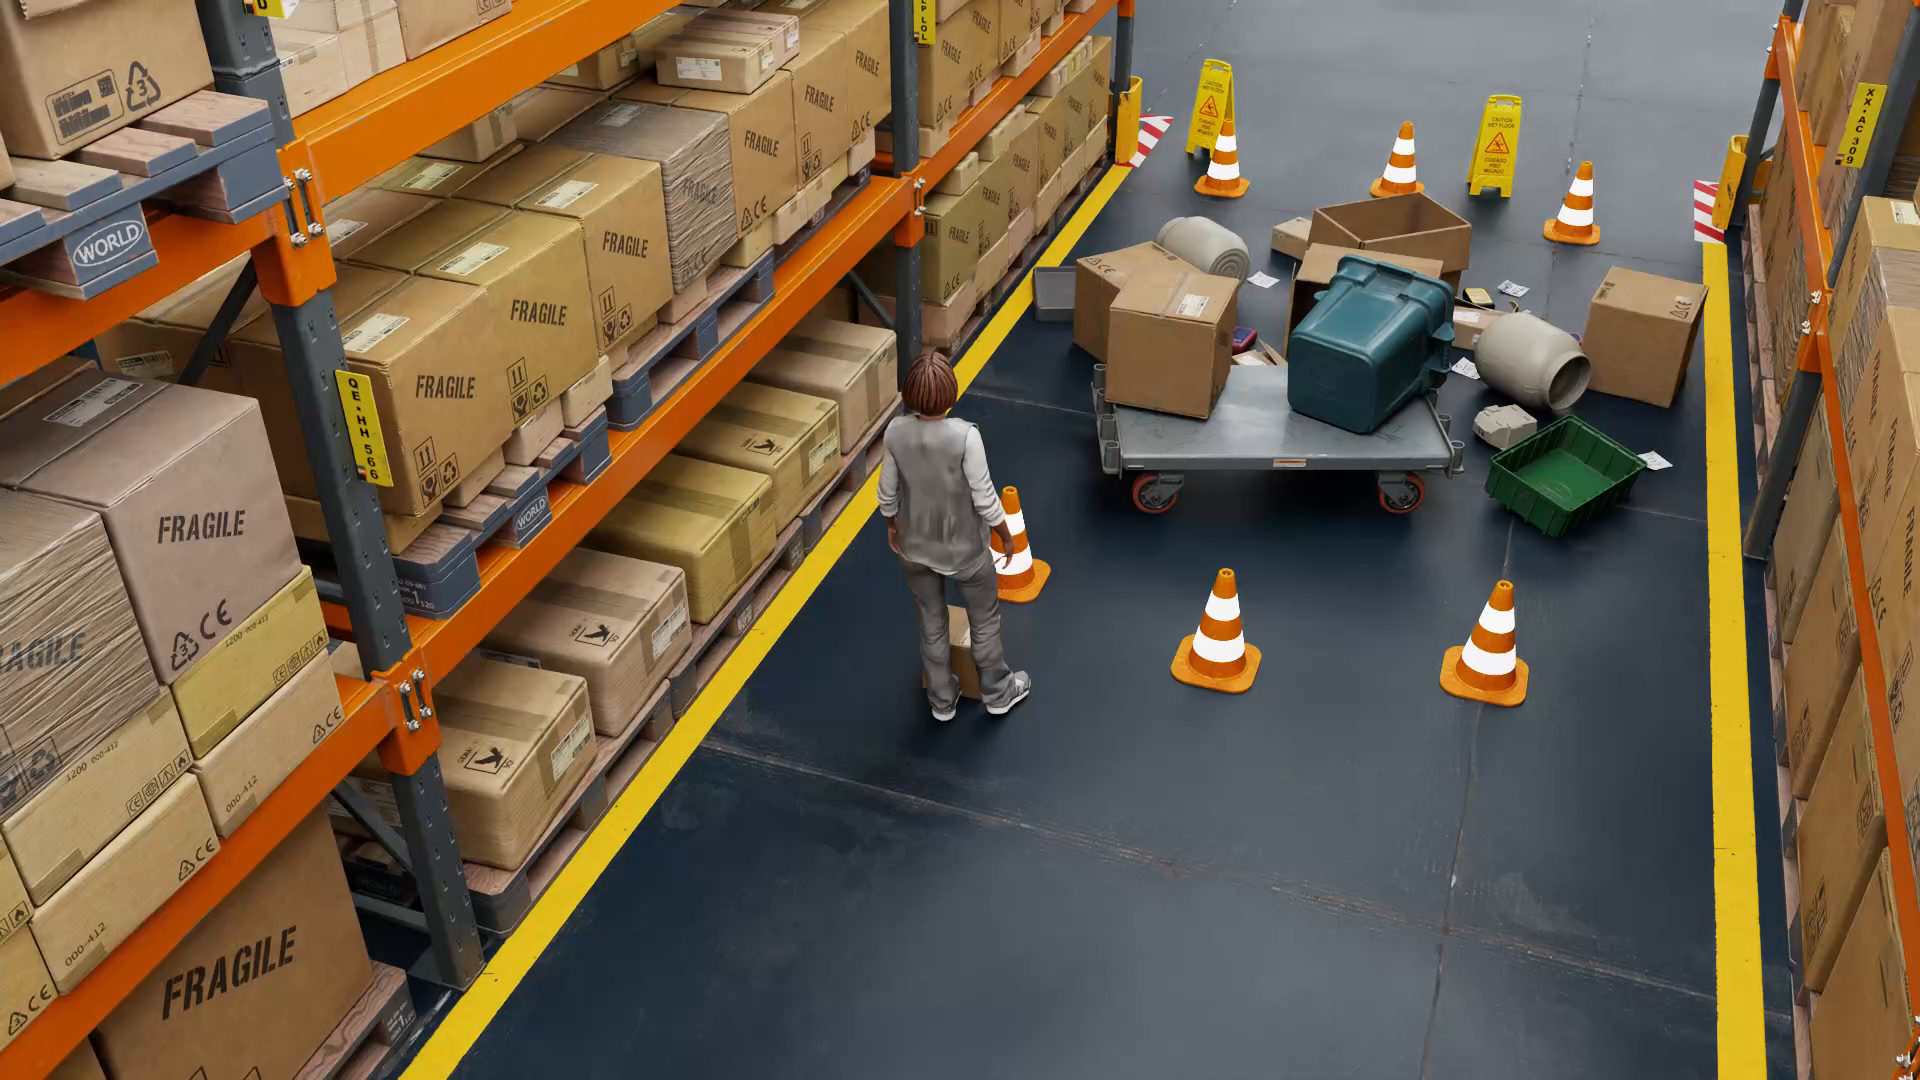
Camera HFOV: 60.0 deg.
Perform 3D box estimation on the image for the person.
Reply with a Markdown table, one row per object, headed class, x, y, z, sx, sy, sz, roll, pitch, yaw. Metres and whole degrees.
| class | x | y | z | sx | sy | sz | roll | pitch | yaw |
| --- | --- | --- | --- | --- | --- | --- | --- | --- | --- |
| person | -0.022 | -0.014 | 6.153 | 0.519 | 1.599 | 0.474 | 11 | 35 | 16 |
